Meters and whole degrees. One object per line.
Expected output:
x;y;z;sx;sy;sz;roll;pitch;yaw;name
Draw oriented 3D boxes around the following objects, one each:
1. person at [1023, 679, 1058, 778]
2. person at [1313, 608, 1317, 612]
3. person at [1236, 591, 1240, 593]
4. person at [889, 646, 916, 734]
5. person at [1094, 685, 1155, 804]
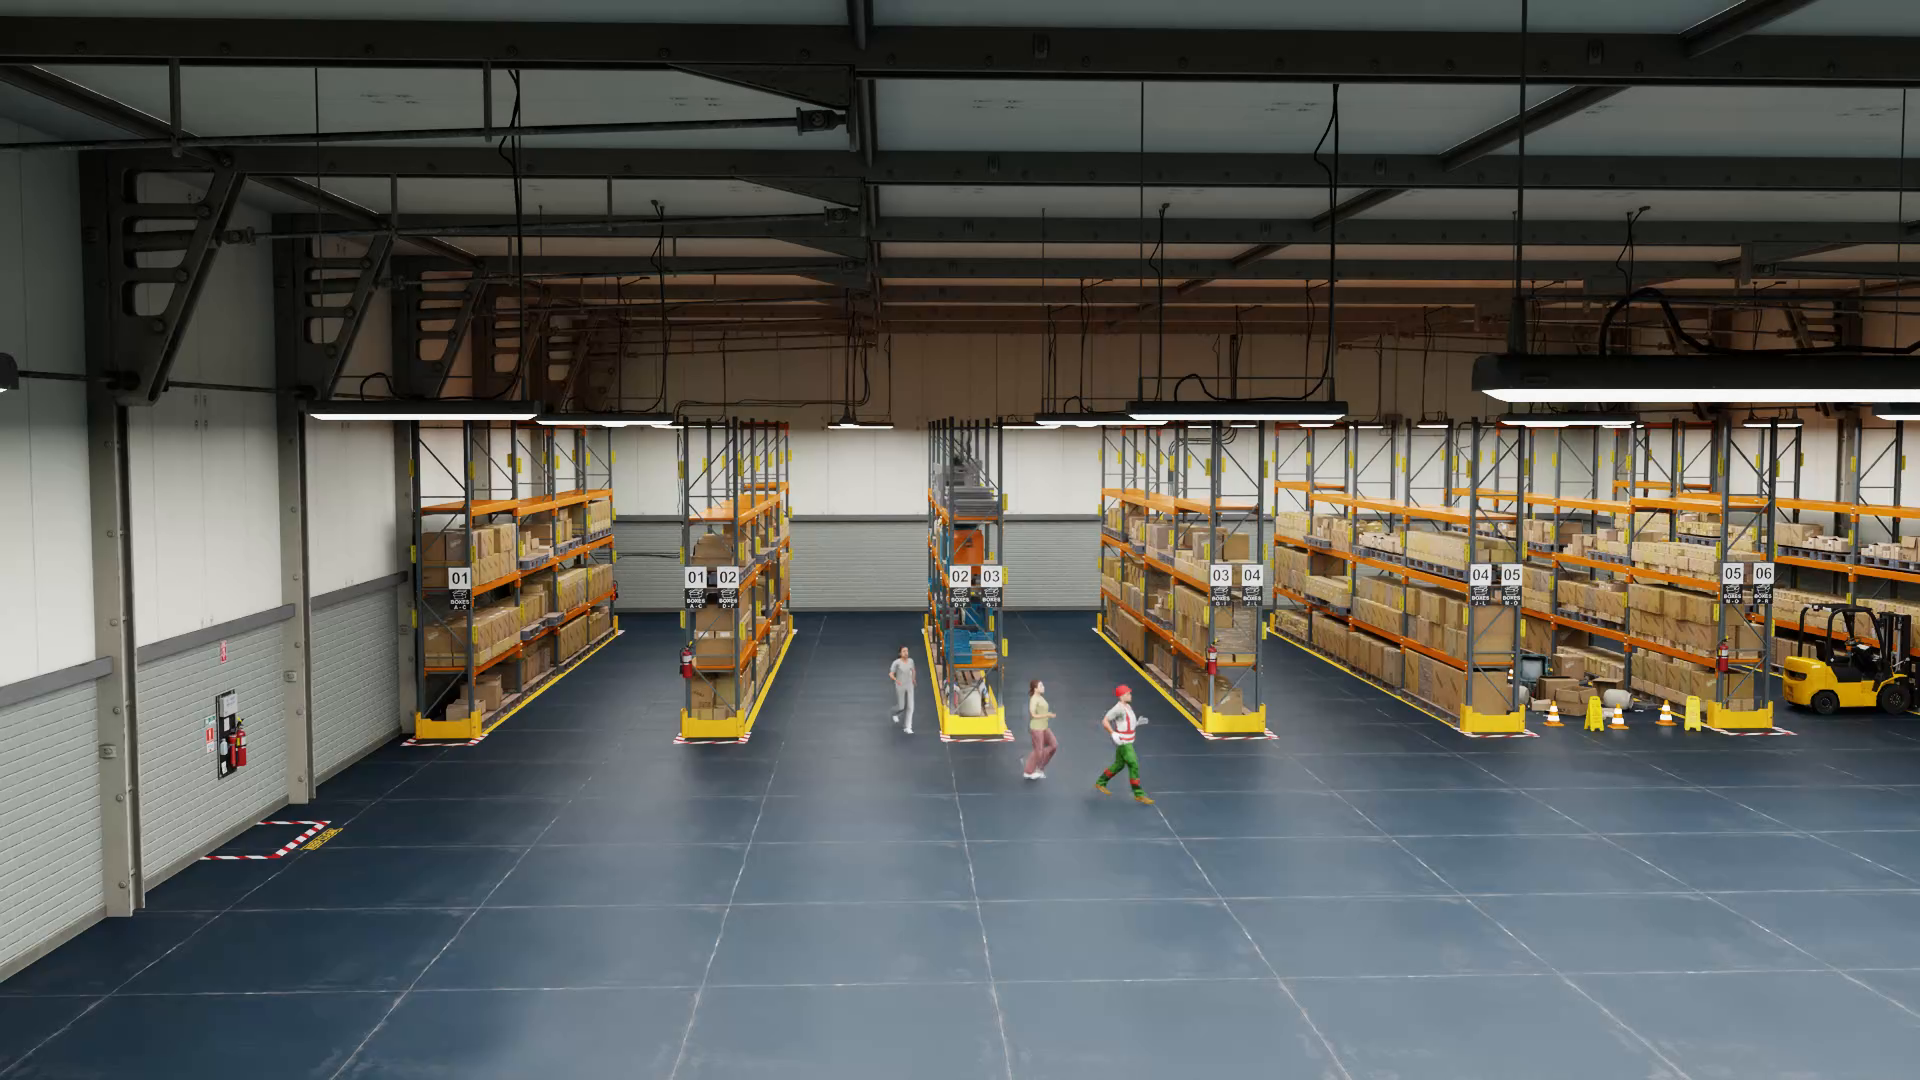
1.328;3.110;27.310;0.595;1.656;0.562;2;4;22;person
10.372;1.763;48.830;0.529;1.531;0.589;-3;5;-42;person
7.759;1.785;47.264;0.711;1.747;0.671;1;4;19;person
-1.078;2.834;31.792;0.568;1.653;0.843;-2;4;-23;person
2.529;3.125;25.592;0.979;1.784;0.658;1;4;17;person
